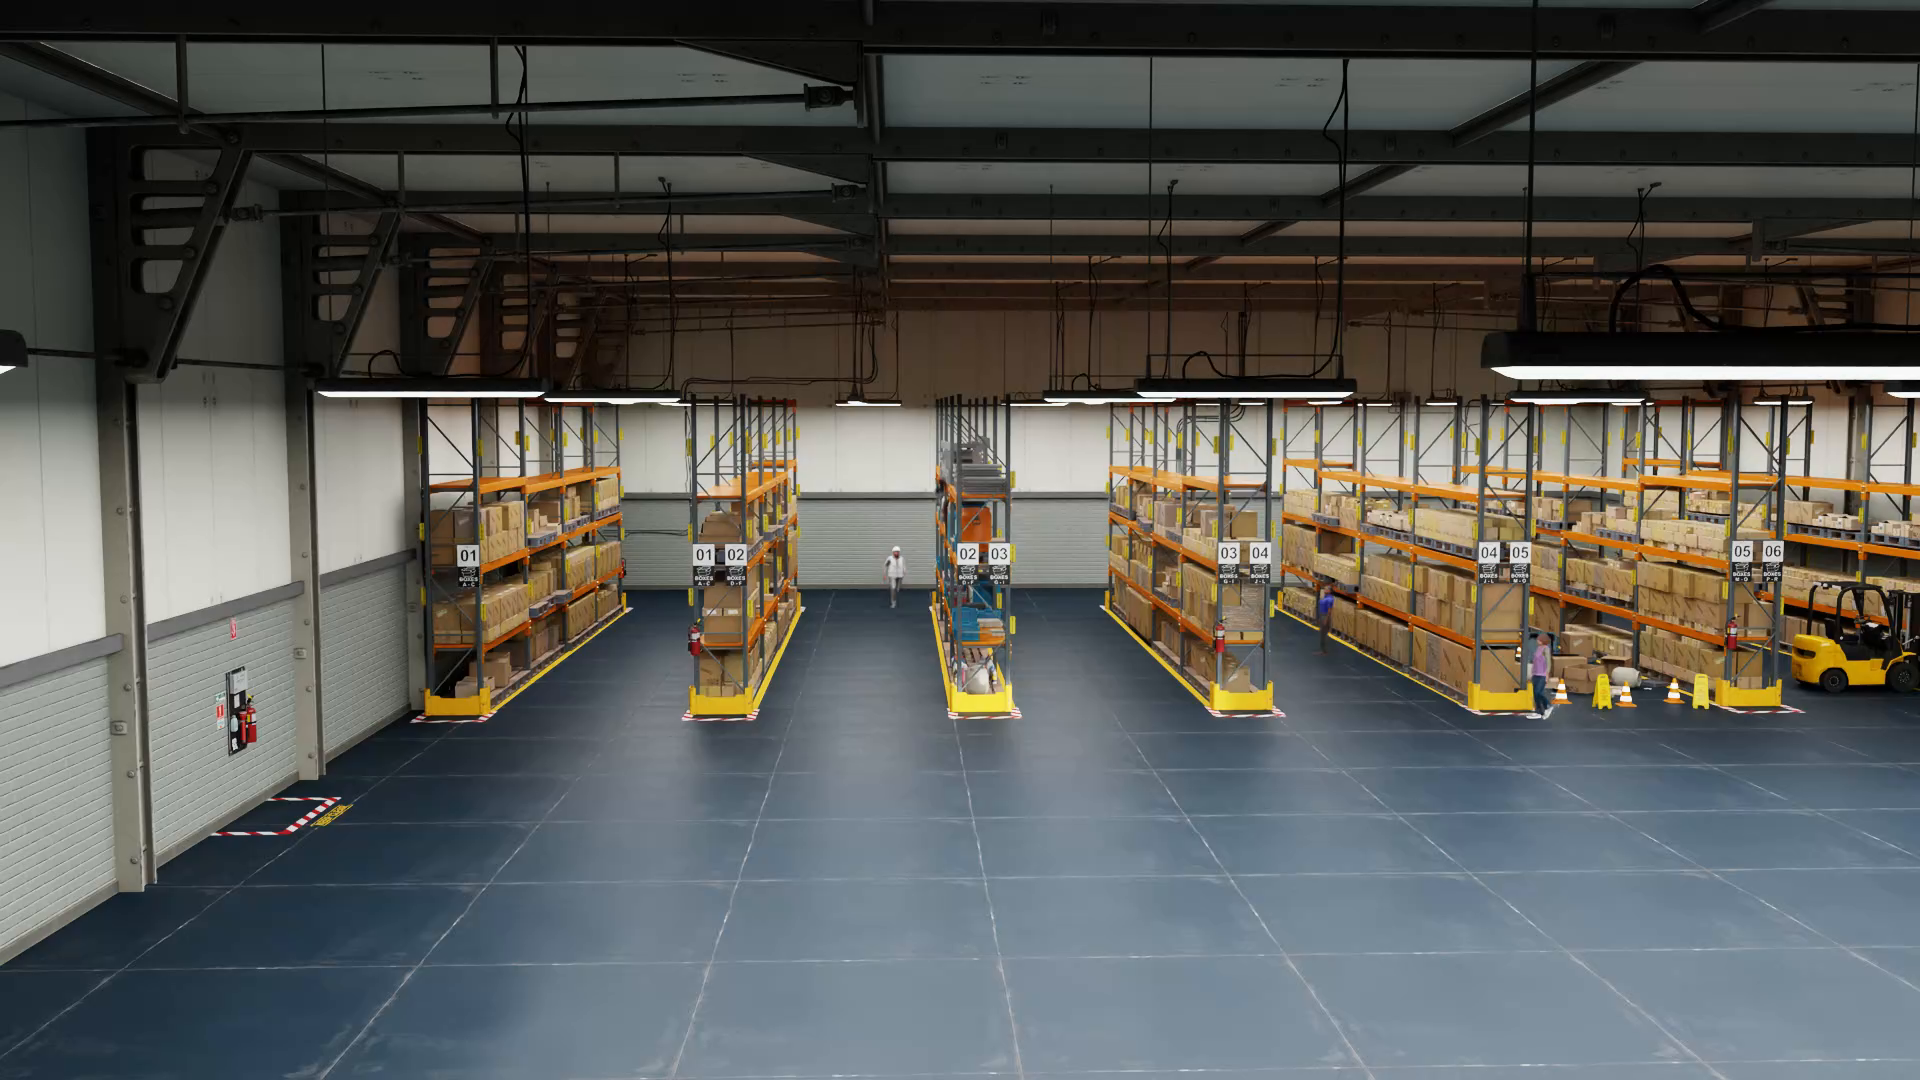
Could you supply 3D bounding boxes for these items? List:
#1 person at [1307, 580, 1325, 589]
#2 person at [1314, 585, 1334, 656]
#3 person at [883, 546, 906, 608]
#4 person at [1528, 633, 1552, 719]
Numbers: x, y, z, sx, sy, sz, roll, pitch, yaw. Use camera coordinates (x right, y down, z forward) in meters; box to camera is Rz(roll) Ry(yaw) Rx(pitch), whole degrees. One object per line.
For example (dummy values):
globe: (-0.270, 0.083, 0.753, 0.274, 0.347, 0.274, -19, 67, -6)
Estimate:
person: (10.707, 0.878, 50.230, 0.619, 1.752, 0.541, -4, 6, -40)
person: (8.444, 1.885, 38.582, 0.407, 1.696, 0.501, 0, 5, 6)
person: (-1.884, 1.081, 48.285, 0.634, 1.799, 0.863, -2, 5, -19)
person: (10.692, 2.506, 30.598, 0.419, 1.593, 0.452, -2, 5, -22)
